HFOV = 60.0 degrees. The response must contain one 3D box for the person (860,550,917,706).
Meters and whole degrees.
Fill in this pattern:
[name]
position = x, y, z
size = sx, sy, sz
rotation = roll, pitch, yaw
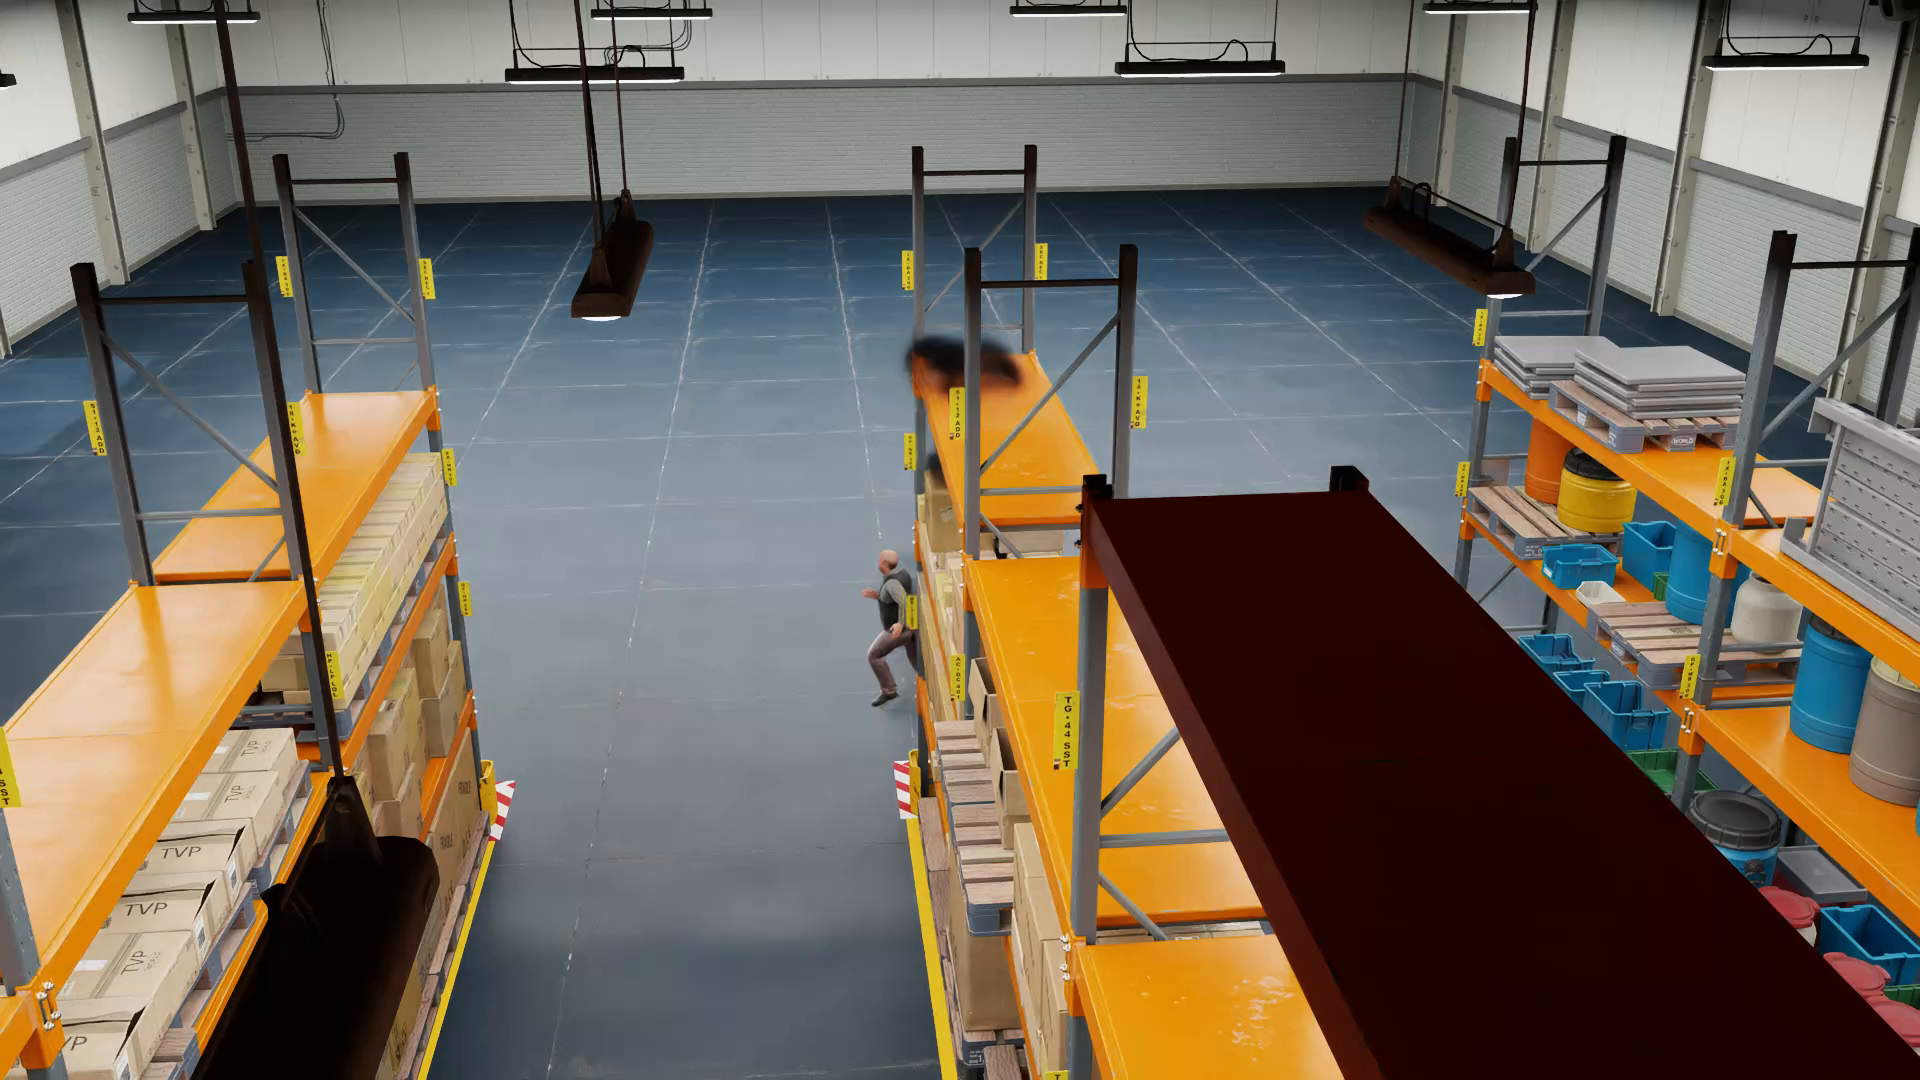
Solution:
[person]
position = -0.596, 0.917, 17.032
size = 0.961, 1.673, 0.579
rotation = 11, 24, 25
